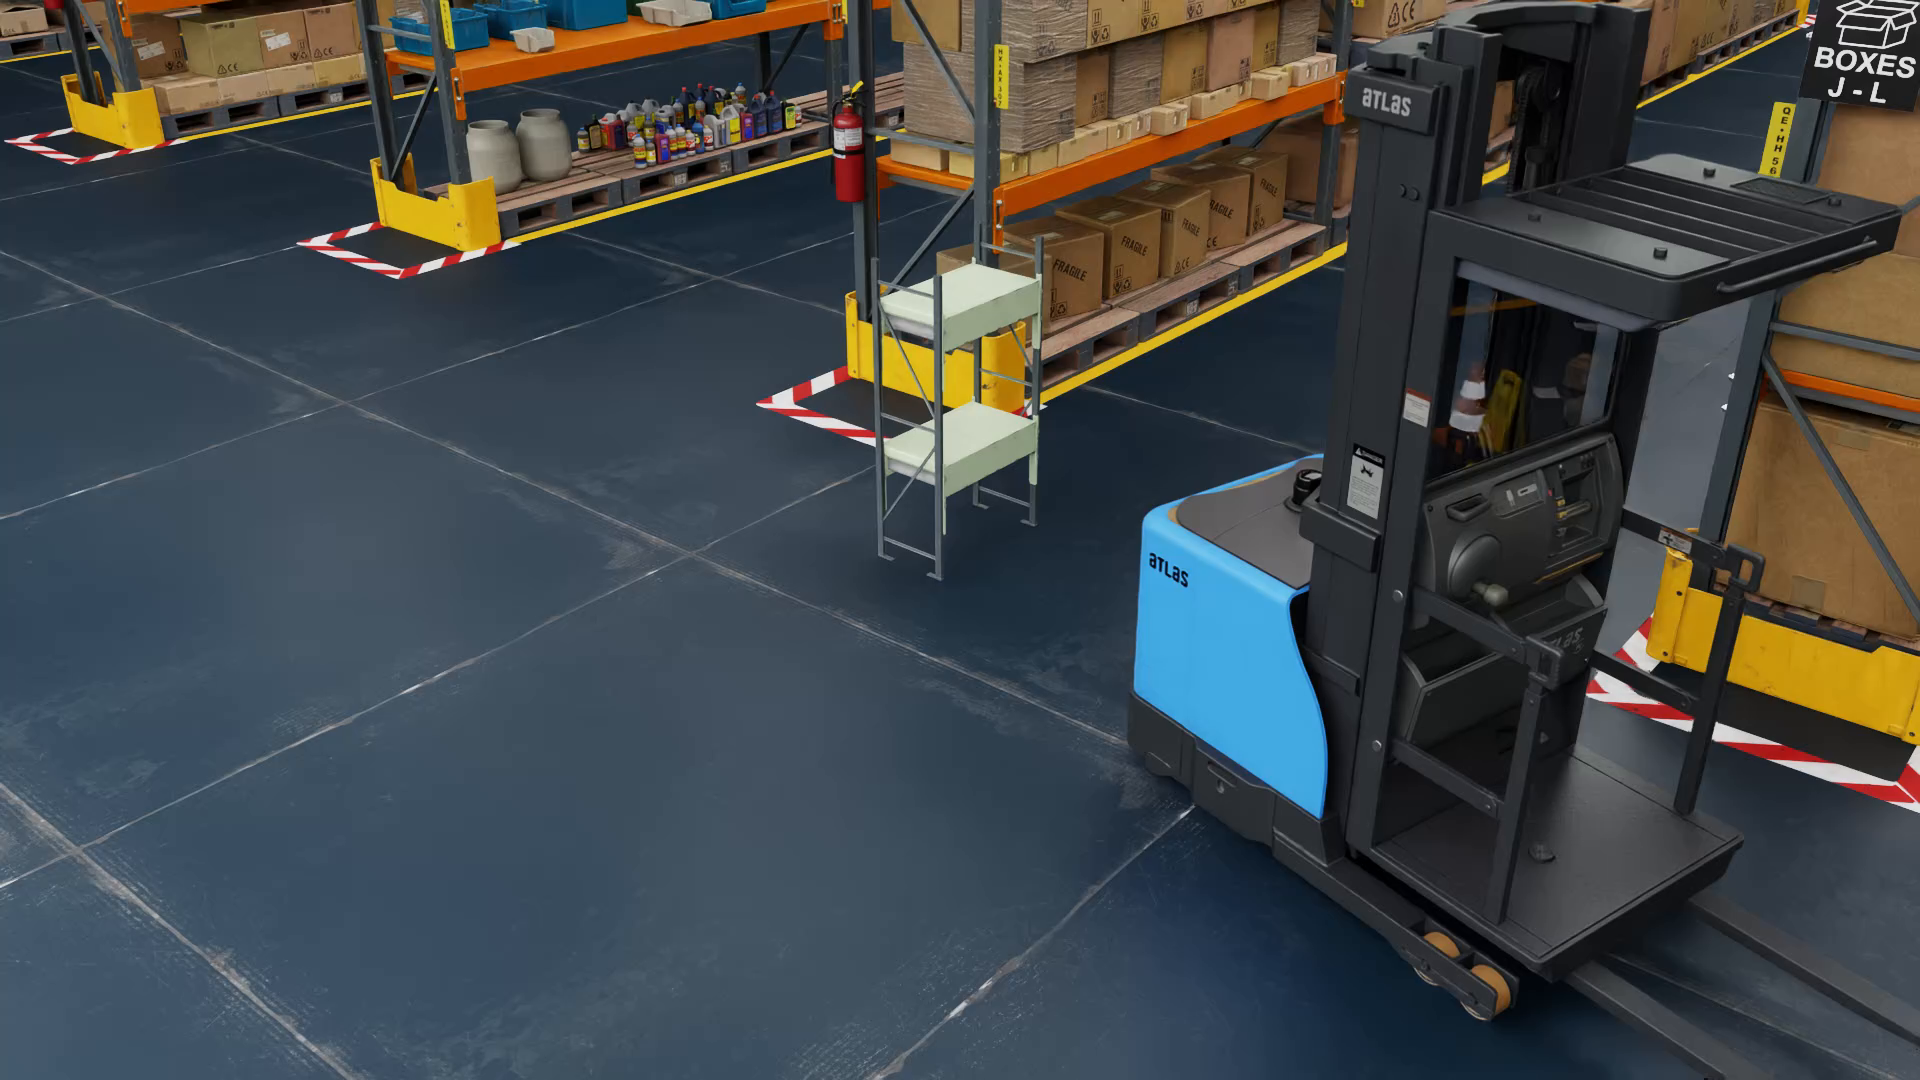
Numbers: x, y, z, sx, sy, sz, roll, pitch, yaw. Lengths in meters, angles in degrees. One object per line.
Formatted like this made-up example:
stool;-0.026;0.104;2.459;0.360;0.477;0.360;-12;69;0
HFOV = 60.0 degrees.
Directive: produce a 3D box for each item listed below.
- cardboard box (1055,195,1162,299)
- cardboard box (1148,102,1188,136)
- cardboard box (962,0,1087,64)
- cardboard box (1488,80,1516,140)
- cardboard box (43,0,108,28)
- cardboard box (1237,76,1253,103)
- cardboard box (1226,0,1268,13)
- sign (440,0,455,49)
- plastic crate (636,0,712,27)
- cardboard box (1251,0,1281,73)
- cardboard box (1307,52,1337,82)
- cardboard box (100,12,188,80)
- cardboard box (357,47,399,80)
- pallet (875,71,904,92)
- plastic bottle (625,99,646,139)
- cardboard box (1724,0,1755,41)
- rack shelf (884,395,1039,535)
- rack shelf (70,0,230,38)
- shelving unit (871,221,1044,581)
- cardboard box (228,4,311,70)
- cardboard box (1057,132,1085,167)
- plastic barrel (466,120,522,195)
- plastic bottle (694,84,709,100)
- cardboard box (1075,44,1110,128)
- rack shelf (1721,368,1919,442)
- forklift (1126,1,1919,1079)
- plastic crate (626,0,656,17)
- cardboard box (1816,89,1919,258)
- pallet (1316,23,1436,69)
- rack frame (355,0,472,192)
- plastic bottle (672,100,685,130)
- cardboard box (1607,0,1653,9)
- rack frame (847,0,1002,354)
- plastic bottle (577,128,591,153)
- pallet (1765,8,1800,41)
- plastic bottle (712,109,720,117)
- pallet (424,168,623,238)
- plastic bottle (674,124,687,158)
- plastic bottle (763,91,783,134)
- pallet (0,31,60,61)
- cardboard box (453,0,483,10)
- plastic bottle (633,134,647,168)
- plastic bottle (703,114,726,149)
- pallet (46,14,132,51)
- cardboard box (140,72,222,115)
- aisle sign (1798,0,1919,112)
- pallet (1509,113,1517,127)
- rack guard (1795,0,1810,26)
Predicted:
cardboard box;0.973;-1.947;11.013;0.500;0.500;0.500;25;36;39
cardboard box;1.190;-2.639;10.361;0.380;0.149;0.250;21;34;34
cardboard box;0.356;-2.952;9.171;0.500;0.500;0.500;21;34;34
cardboard box;4.474;-3.894;14.755;0.700;0.500;0.500;19;33;32
cardboard box;-10.293;-6.311;19.426;0.700;0.500;0.500;18;33;31
cardboard box;1.725;-3.032;11.121;0.380;0.149;0.250;21;34;34
cardboard box;1.631;-3.660;10.540;0.500;0.500;0.500;21;34;34
sign;-3.604;-3.624;11.690;0.100;0.325;0.005;21;34;34
plastic crate;-2.319;-4.315;13.614;0.530;0.136;0.437;21;34;34
cardboard box;1.661;-3.502;11.323;0.875;0.500;0.500;21;34;34
cardboard box;2.431;-3.361;11.755;0.380;0.149;0.250;21;34;34
cardboard box;-7.734;-4.688;15.767;0.500;0.500;0.500;21;34;34
cardboard box;-6.060;-4.912;17.016;0.500;0.250;0.500;21;34;34
pallet;-0.236;-4.568;16.850;1.003;0.211;1.213;21;34;34
plastic bottle;-2.824;-3.652;14.450;0.144;0.351;0.185;22;35;36
cardboard box;8.483;-6.243;18.909;0.875;0.875;0.875;21;34;34
rack shelf;-0.004;-0.374;8.051;0.431;0.370;0.720;21;34;34
rack shelf;-6.573;-5.502;16.405;1.077;0.370;4.000;21;34;34
shelving unit;-0.004;-0.664;7.901;0.431;1.500;0.755;21;34;34
cardboard box;-6.708;-4.895;16.167;0.500;0.500;0.500;21;34;34
cardboard box;0.506;-2.303;9.711;0.380;0.149;0.250;21;34;34
plastic barrel;-3.666;-3.001;13.037;0.421;0.512;0.421;0;27;0
plastic bottle;-2.315;-3.936;14.998;0.144;0.351;0.185;22;34;36
cardboard box;0.393;-2.792;9.950;0.875;0.500;0.500;21;34;34
rack shelf;4.831;-1.120;7.934;1.077;0.370;4.000;21;34;34
forklift;1.915;-0.029;5.117;1.130;2.935;3.031;-18;32;-31
plastic crate;-2.563;-4.589;14.087;0.450;0.188;0.662;21;34;34
cardboard box;3.825;-1.397;6.348;0.875;0.550;0.550;21;34;34
pallet;2.939;-3.778;12.497;1.003;0.211;1.213;21;34;34
rack frame;-4.026;-3.664;12.068;1.000;3.000;0.127;21;34;34
plastic bottle;-2.500;-3.771;14.765;0.097;0.271;0.097;0;27;0
cardboard box;5.913;-4.848;16.212;1.225;0.875;0.875;21;34;35
rack frame;-0.204;-2.216;9.269;1.000;3.000;0.127;21;34;34
plastic bottle;-3.196;-3.396;14.116;0.097;0.201;0.097;0;27;0
pallet;9.525;-6.344;20.284;1.003;0.211;1.213;21;34;34
plastic bottle;-2.092;-3.597;14.415;0.061;0.283;0.133;21;34;34
pallet;-3.493;-2.752;13.341;1.003;0.211;1.213;21;34;34
plastic bottle;-2.350;-3.356;13.963;0.097;0.271;0.097;0;27;0
plastic bottle;-1.669;-3.788;14.712;0.144;0.351;0.185;20;33;33
pallet;-11.078;-5.625;18.894;1.003;0.211;1.213;21;34;34
cardboard box;-5.265;-5.973;18.456;0.500;0.311;0.500;21;34;34
plastic bottle;-2.632;-3.199;13.660;0.097;0.271;0.097;0;27;0
plastic bottle;-2.103;-3.516;14.268;0.152;0.276;0.135;21;34;35
pallet;-10.302;-6.056;19.727;1.003;0.211;1.213;21;34;34
cardboard box;-7.333;-4.203;15.646;0.500;0.250;0.500;21;34;34
aisle sign;3.283;-1.948;5.922;0.394;0.787;0.004;21;34;34
pallet;5.444;-4.072;15.891;1.003;0.211;1.213;21;34;34
rack guard;9.989;-6.787;20.826;1.175;0.500;0.348;21;34;34
